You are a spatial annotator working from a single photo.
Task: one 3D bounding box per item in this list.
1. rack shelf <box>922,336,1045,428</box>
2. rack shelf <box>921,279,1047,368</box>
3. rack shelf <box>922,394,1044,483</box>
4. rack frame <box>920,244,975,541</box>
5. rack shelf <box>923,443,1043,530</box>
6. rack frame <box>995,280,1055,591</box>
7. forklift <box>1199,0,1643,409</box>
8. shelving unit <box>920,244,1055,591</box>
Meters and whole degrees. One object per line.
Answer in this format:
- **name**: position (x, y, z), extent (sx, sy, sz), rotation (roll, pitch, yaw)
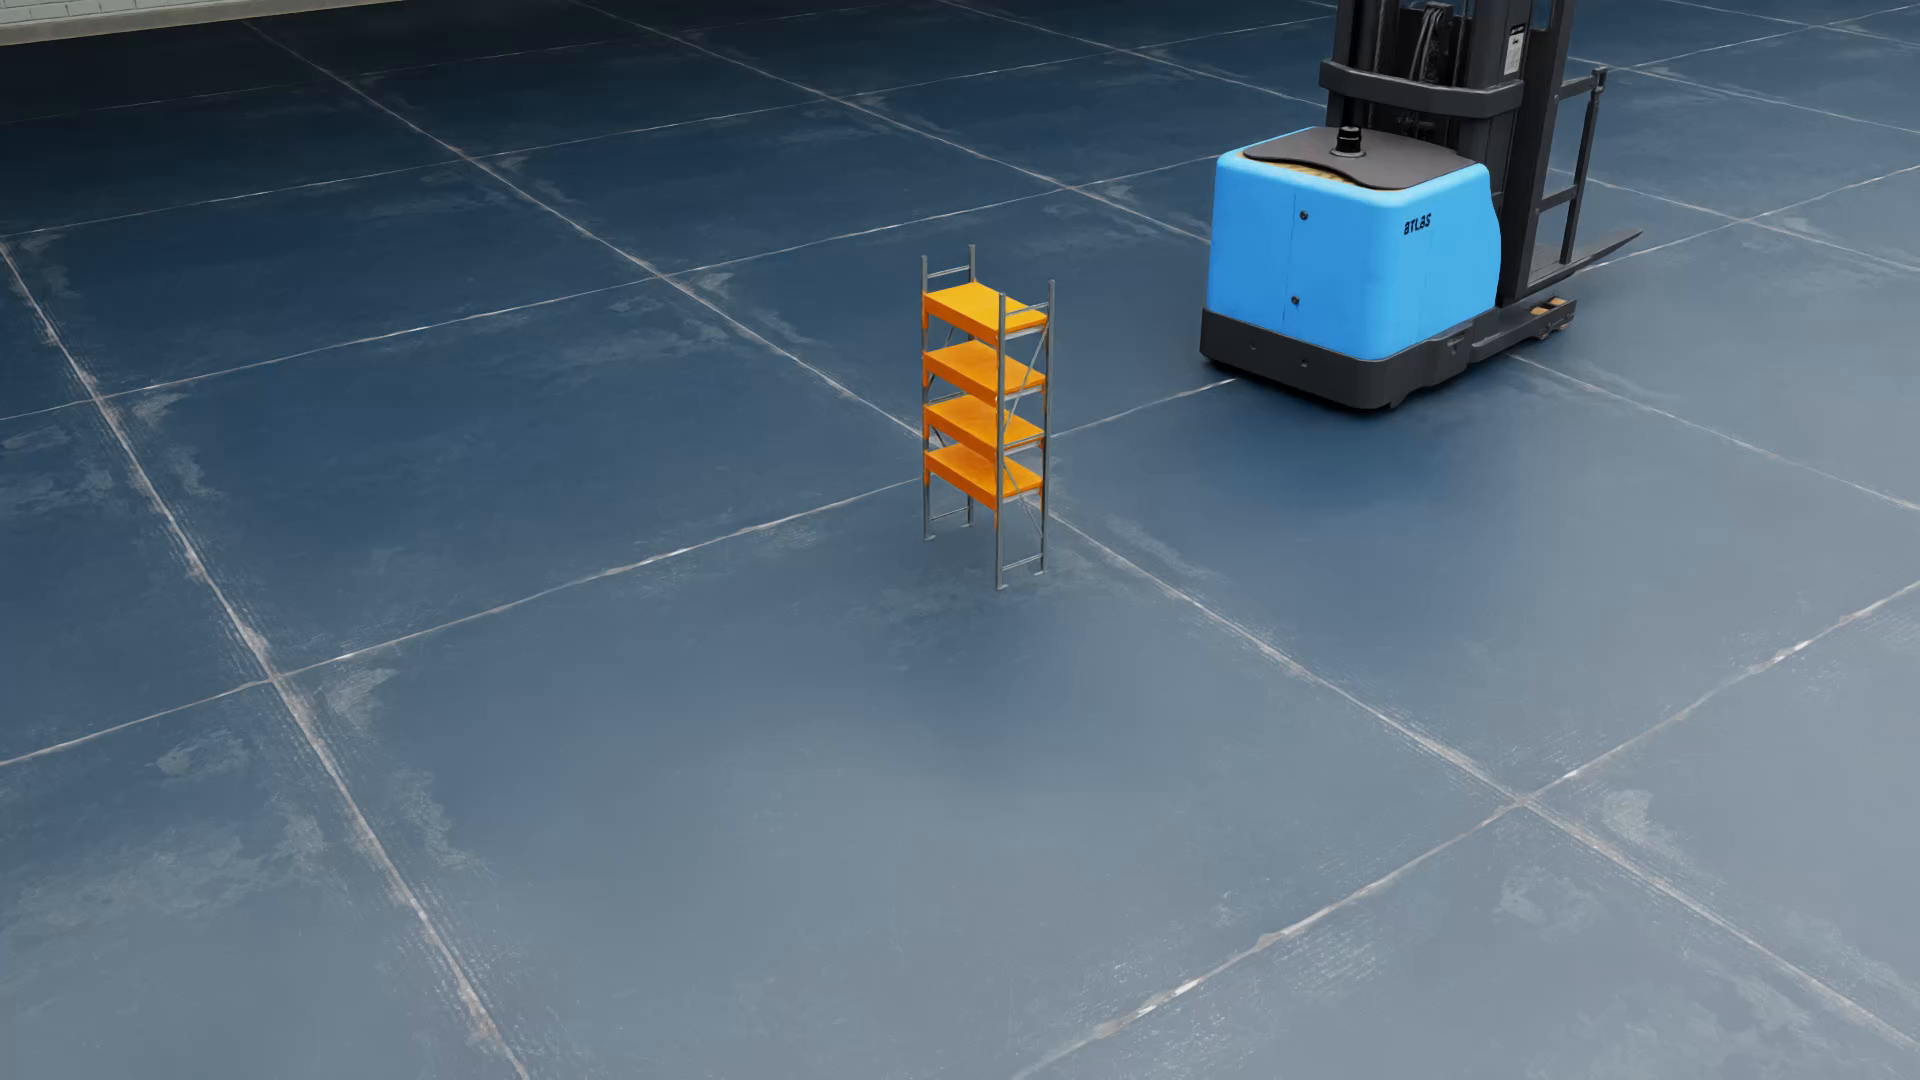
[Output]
- **rack shelf**: position (0.096, -0.600, 6.271), extent (0.258, 0.148, 0.480), rotation (-19, 34, -31)
- **rack shelf**: position (0.096, -0.808, 6.158), extent (0.258, 0.148, 0.480), rotation (-19, 34, -31)
- **rack shelf**: position (0.096, -0.404, 6.377), extent (0.258, 0.148, 0.480), rotation (-19, 34, -31)
- **rack frame**: position (-0.046, -0.558, 6.520), extent (0.240, 1.200, 0.015), rotation (-19, 34, -31)
- **rack shelf**: position (0.096, -0.229, 6.472), extent (0.258, 0.148, 0.480), rotation (-19, 34, -31)
- **rack frame**: position (0.238, -0.368, 6.170), extent (0.240, 1.200, 0.015), rotation (-19, 34, -31)
- **forklift**: position (2.611, -2.492, 8.267), extent (3.031, 2.935, 1.130), rotation (-25, 37, -38)
- **shelving unit**: position (0.096, -0.463, 6.345), extent (0.258, 1.200, 0.503), rotation (-19, 34, -31)
